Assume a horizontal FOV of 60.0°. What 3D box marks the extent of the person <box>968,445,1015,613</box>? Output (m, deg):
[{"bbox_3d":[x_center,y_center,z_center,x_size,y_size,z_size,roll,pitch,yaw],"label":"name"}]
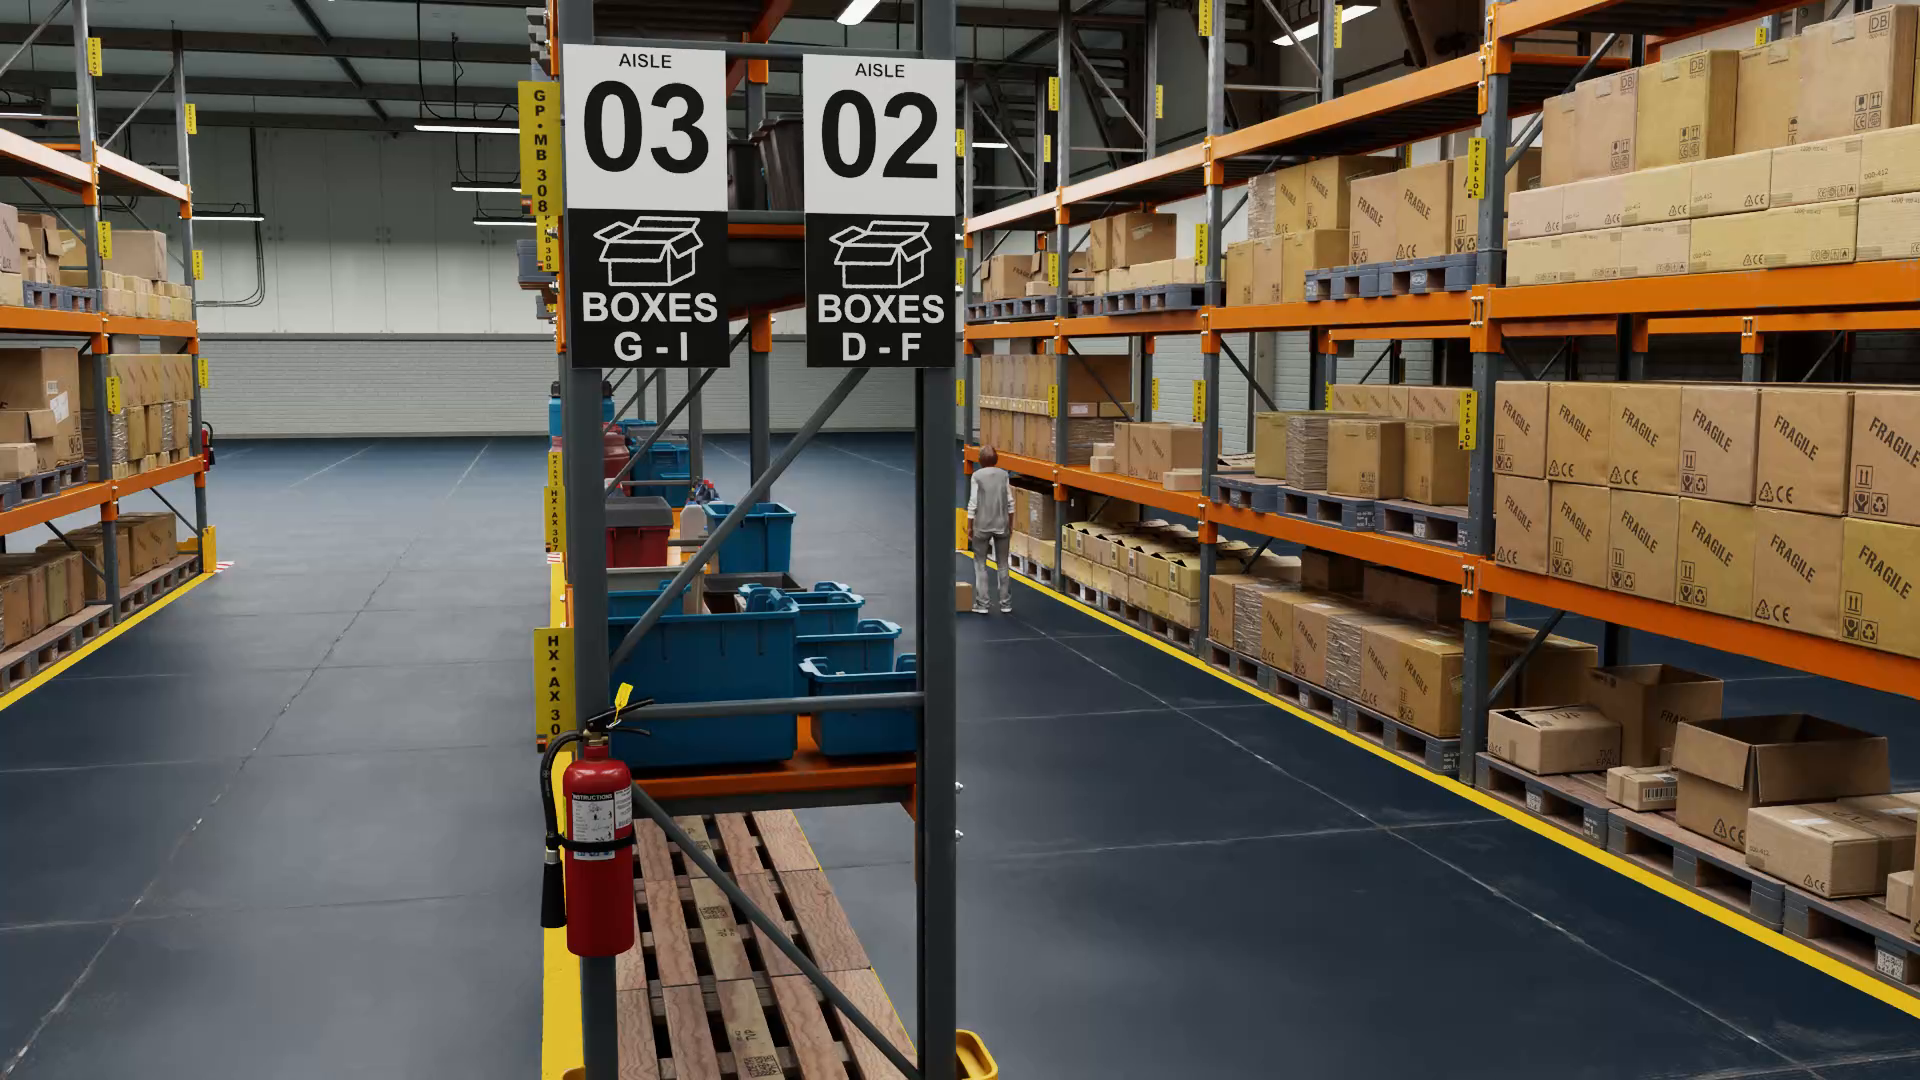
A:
[{"bbox_3d":[0.292,-0.099,15.778,0.461,1.591,0.344,-2,7,-15],"label":"person"}]
